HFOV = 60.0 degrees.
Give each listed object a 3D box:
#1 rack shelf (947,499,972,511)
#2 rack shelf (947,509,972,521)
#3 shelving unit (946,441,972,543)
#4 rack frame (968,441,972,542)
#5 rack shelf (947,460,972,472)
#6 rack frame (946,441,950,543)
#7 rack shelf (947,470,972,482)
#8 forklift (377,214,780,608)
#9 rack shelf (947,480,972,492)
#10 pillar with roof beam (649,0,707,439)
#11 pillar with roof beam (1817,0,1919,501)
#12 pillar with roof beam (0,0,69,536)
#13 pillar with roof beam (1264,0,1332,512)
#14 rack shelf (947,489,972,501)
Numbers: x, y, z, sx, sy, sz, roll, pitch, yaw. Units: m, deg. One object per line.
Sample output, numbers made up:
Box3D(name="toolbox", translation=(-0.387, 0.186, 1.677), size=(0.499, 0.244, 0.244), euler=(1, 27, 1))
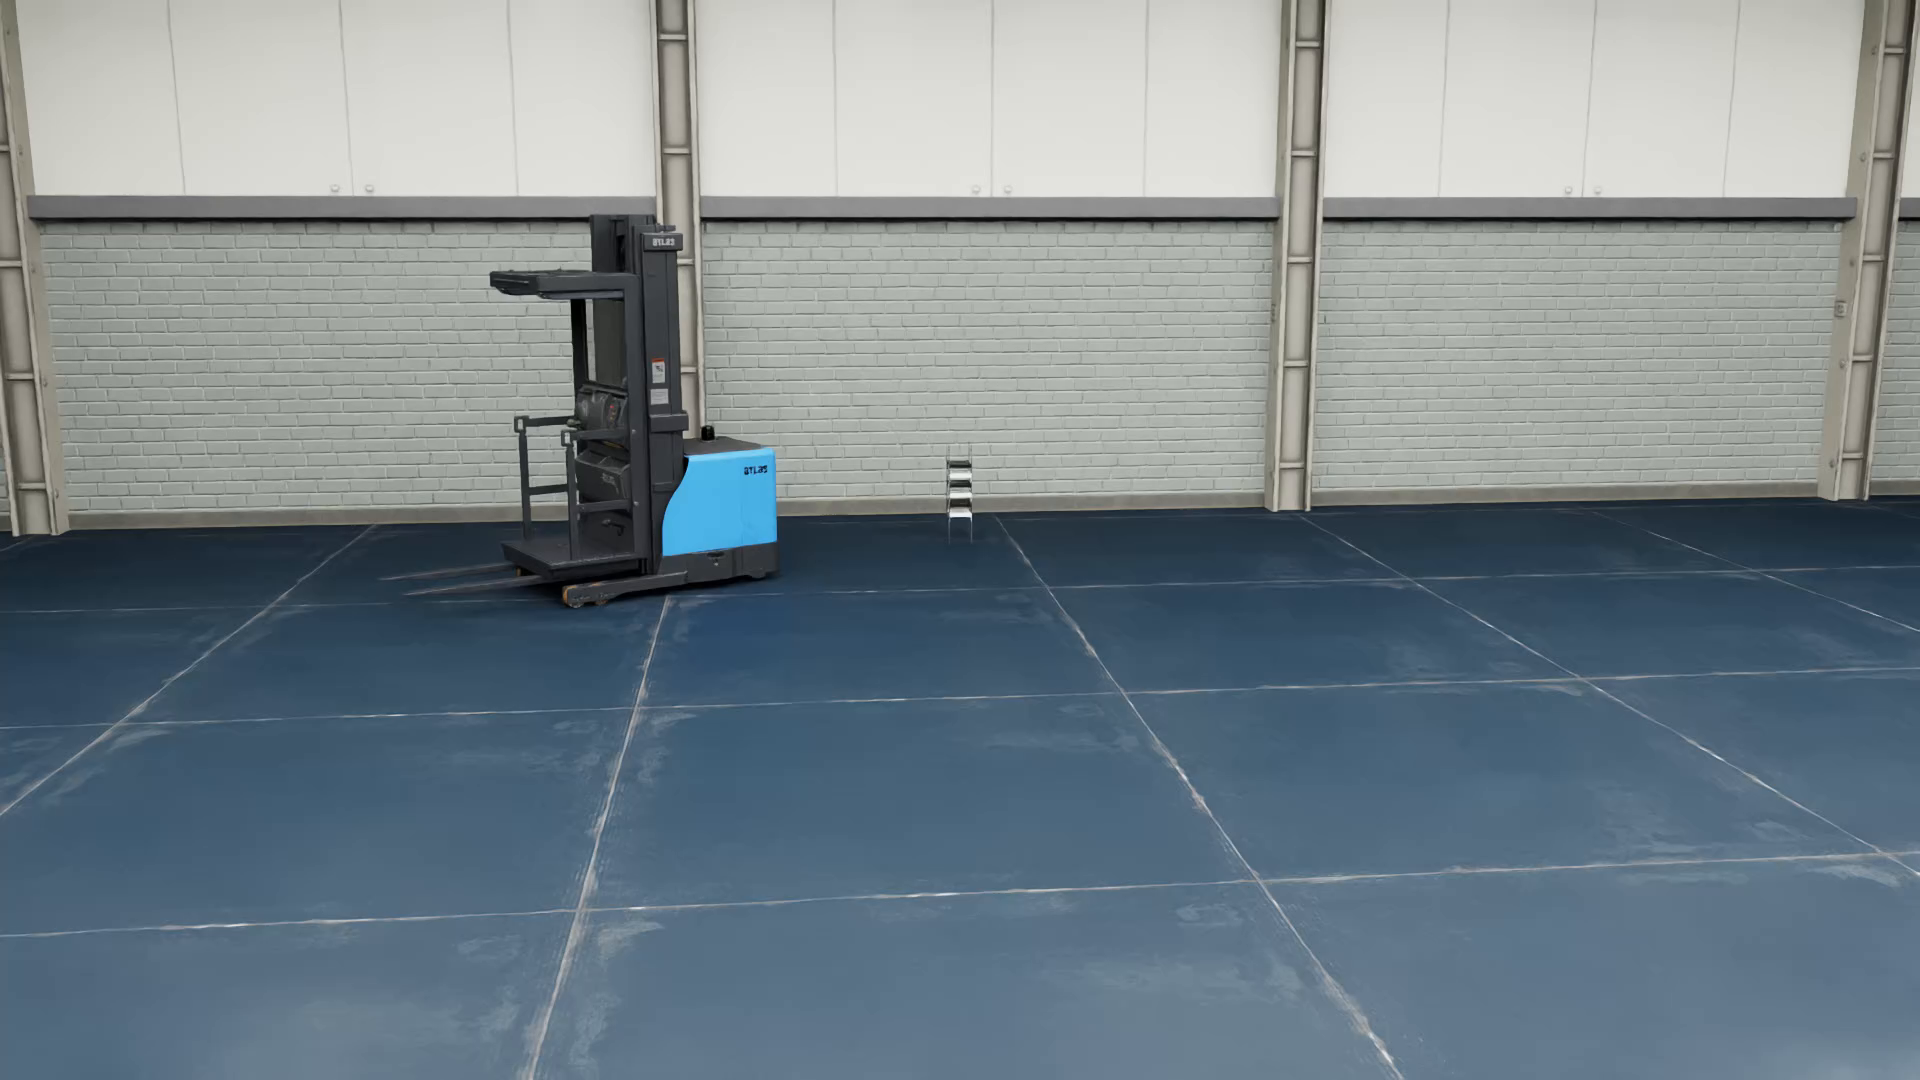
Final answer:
Box3D(name="rack shelf", translation=(-0.008, -0.320, 15.186), size=(0.200, 0.077, 0.258), euler=(-1, 11, -6))
Box3D(name="rack shelf", translation=(-0.008, -0.232, 15.203), size=(0.200, 0.077, 0.258), euler=(-1, 11, -6))
Box3D(name="shelving unit", translation=(-0.008, -0.441, 15.162), size=(0.210, 0.900, 0.258), euler=(-1, 11, -6))
Box3D(name="rack frame", translation=(0.093, -0.443, 15.173), size=(0.006, 0.900, 0.240), euler=(-1, 11, -6))
Box3D(name="rack shelf", translation=(-0.008, -0.674, 15.117), size=(0.200, 0.077, 0.258), euler=(-1, 11, -6))
Box3D(name="rack frame", translation=(-0.109, -0.439, 15.152), size=(0.006, 0.900, 0.240), euler=(-1, 11, -6))
Box3D(name="rack shelf", translation=(-0.008, -0.585, 15.134), size=(0.200, 0.077, 0.258), euler=(-1, 11, -6))
Box3D(name="forklift", translation=(-2.984, -1.039, 12.938), size=(3.031, 2.935, 1.130), euler=(-8, 13, -34))
Box3D(name="rack shelf", translation=(-0.008, -0.497, 15.151), size=(0.200, 0.077, 0.258), euler=(-1, 11, -6))
Box3D(name="pillar with roof beam", translation=(-2.182, -3.783, 11.167), size=(0.400, 9.000, 9.100), euler=(-1, 11, -6))
Box3D(name="pillar with roof beam", translation=(9.748, -4.033, 12.439), size=(0.400, 9.000, 9.100), euler=(-1, 11, -6))
Box3D(name="pillar with roof beam", translation=(-8.147, -3.658, 10.531), size=(0.400, 9.000, 9.100), euler=(-1, 11, -6))
Box3D(name="pillar with roof beam", translation=(3.783, -3.908, 11.803), size=(0.400, 9.000, 9.100), euler=(-1, 11, -6))
Box3D(name="rack shelf", translation=(-0.008, -0.409, 15.169), size=(0.200, 0.077, 0.258), euler=(-1, 11, -6))
